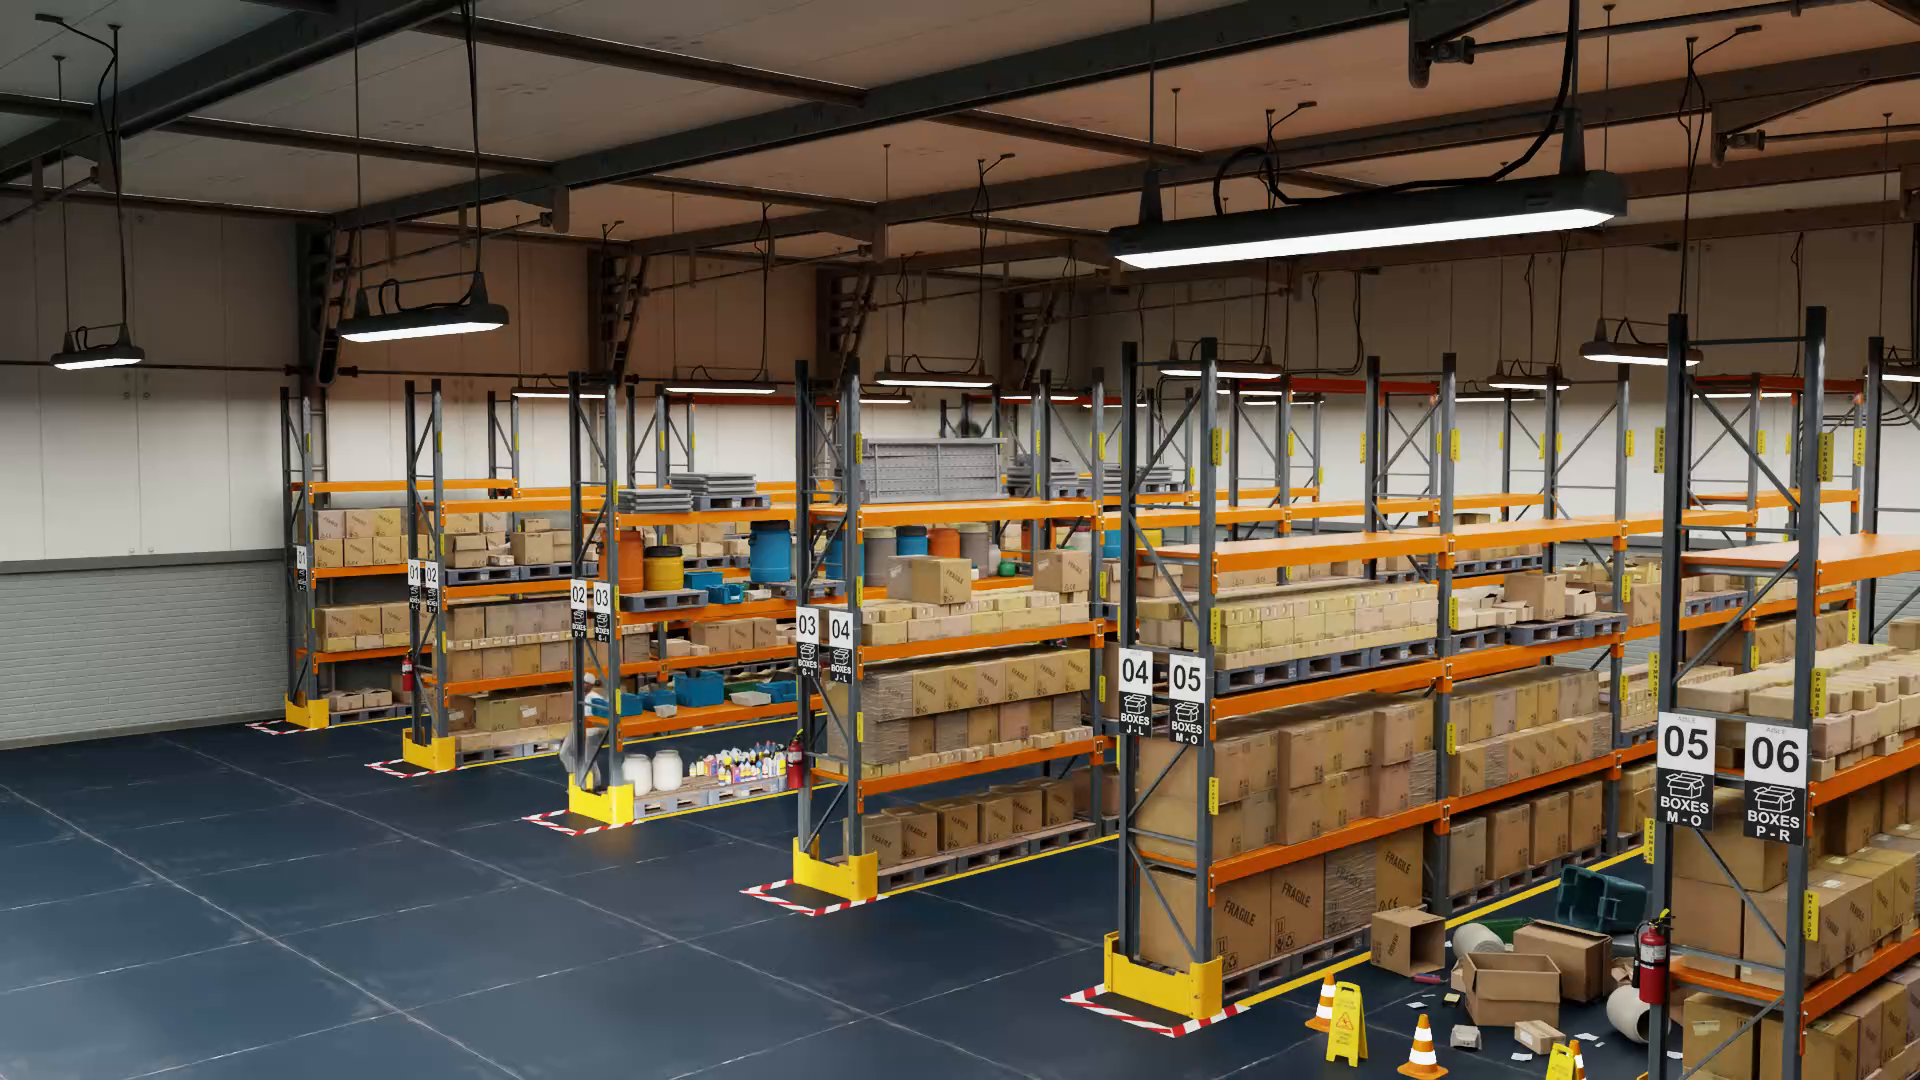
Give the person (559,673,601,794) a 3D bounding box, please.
[{"bbox_3d":[-5.381,2.777,23.878,0.687,1.770,0.690,3,5,36],"label":"person"}]
